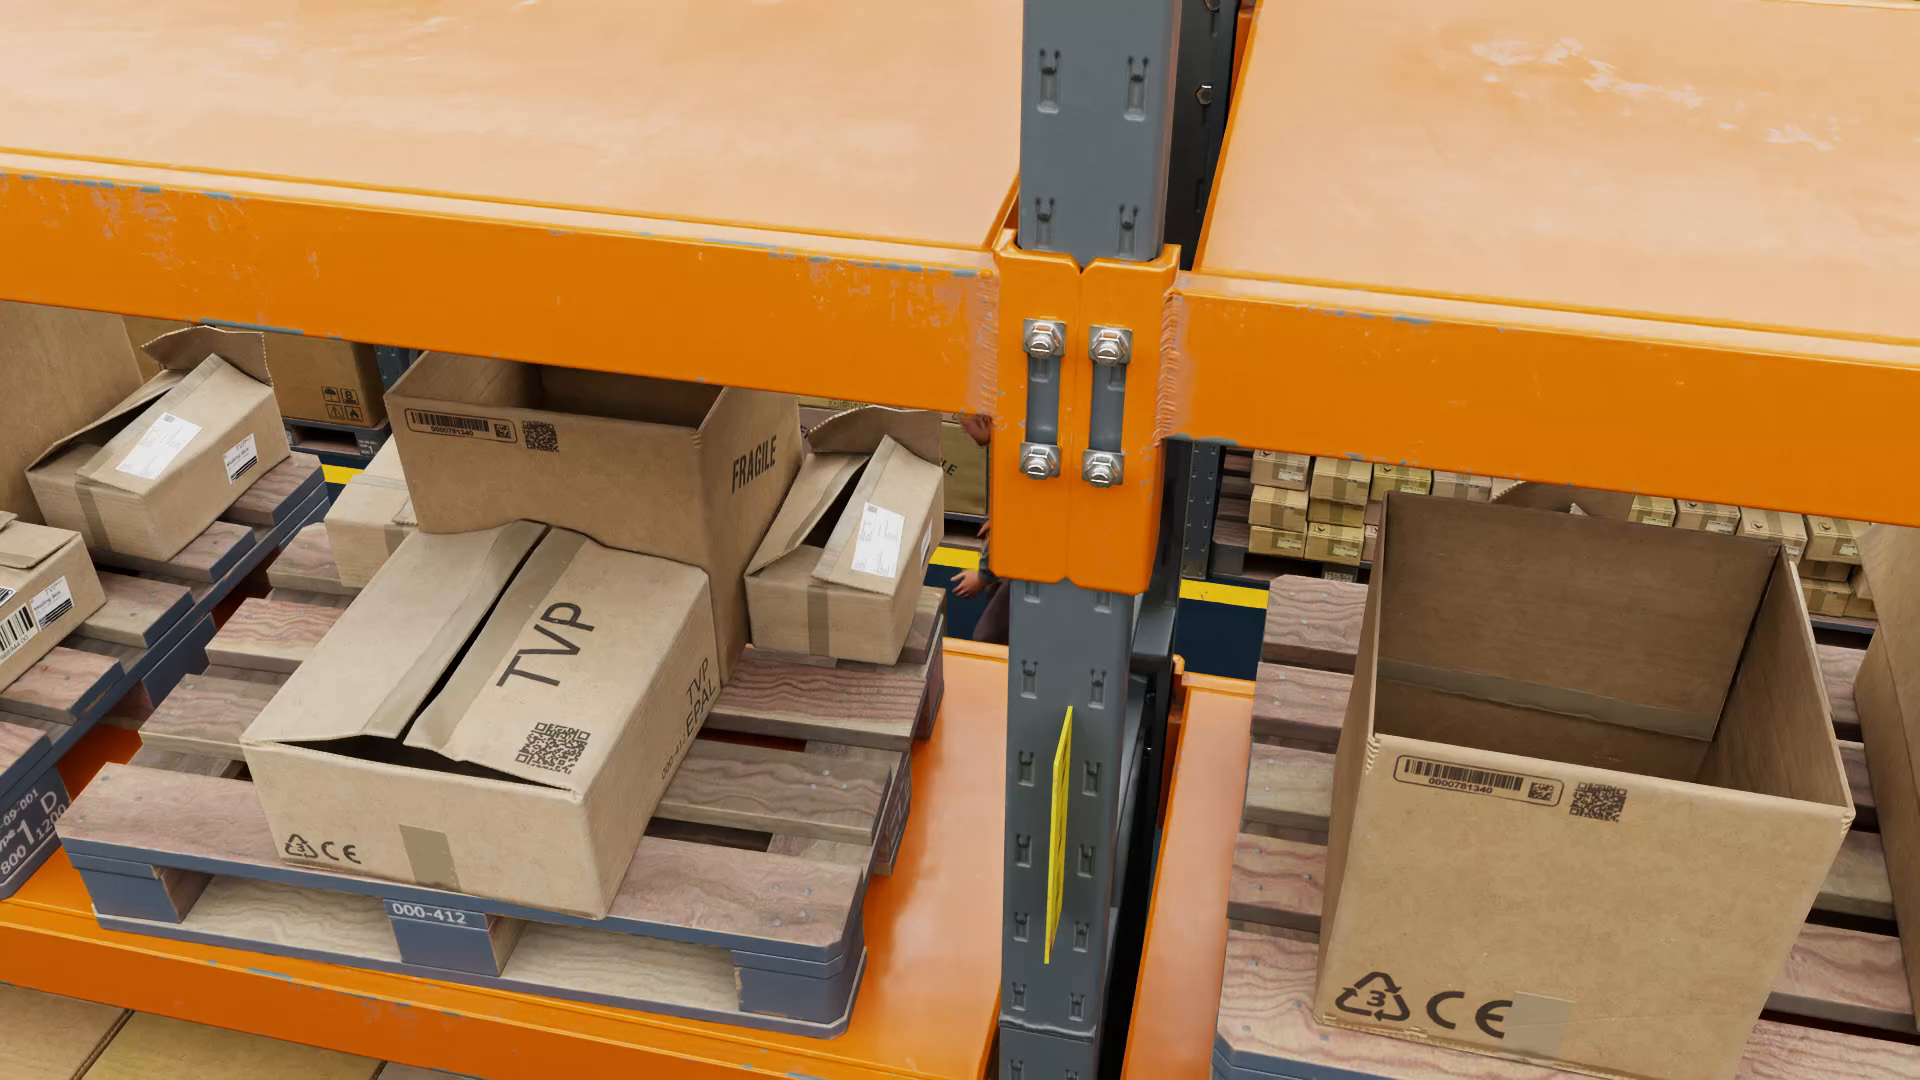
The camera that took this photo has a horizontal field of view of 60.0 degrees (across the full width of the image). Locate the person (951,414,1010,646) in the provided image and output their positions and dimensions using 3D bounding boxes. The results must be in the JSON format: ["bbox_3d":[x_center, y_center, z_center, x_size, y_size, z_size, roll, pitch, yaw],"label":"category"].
[{"bbox_3d":[0.258,0.073,6.698,0.555,1.581,0.581,8,37,11],"label":"person"}]
